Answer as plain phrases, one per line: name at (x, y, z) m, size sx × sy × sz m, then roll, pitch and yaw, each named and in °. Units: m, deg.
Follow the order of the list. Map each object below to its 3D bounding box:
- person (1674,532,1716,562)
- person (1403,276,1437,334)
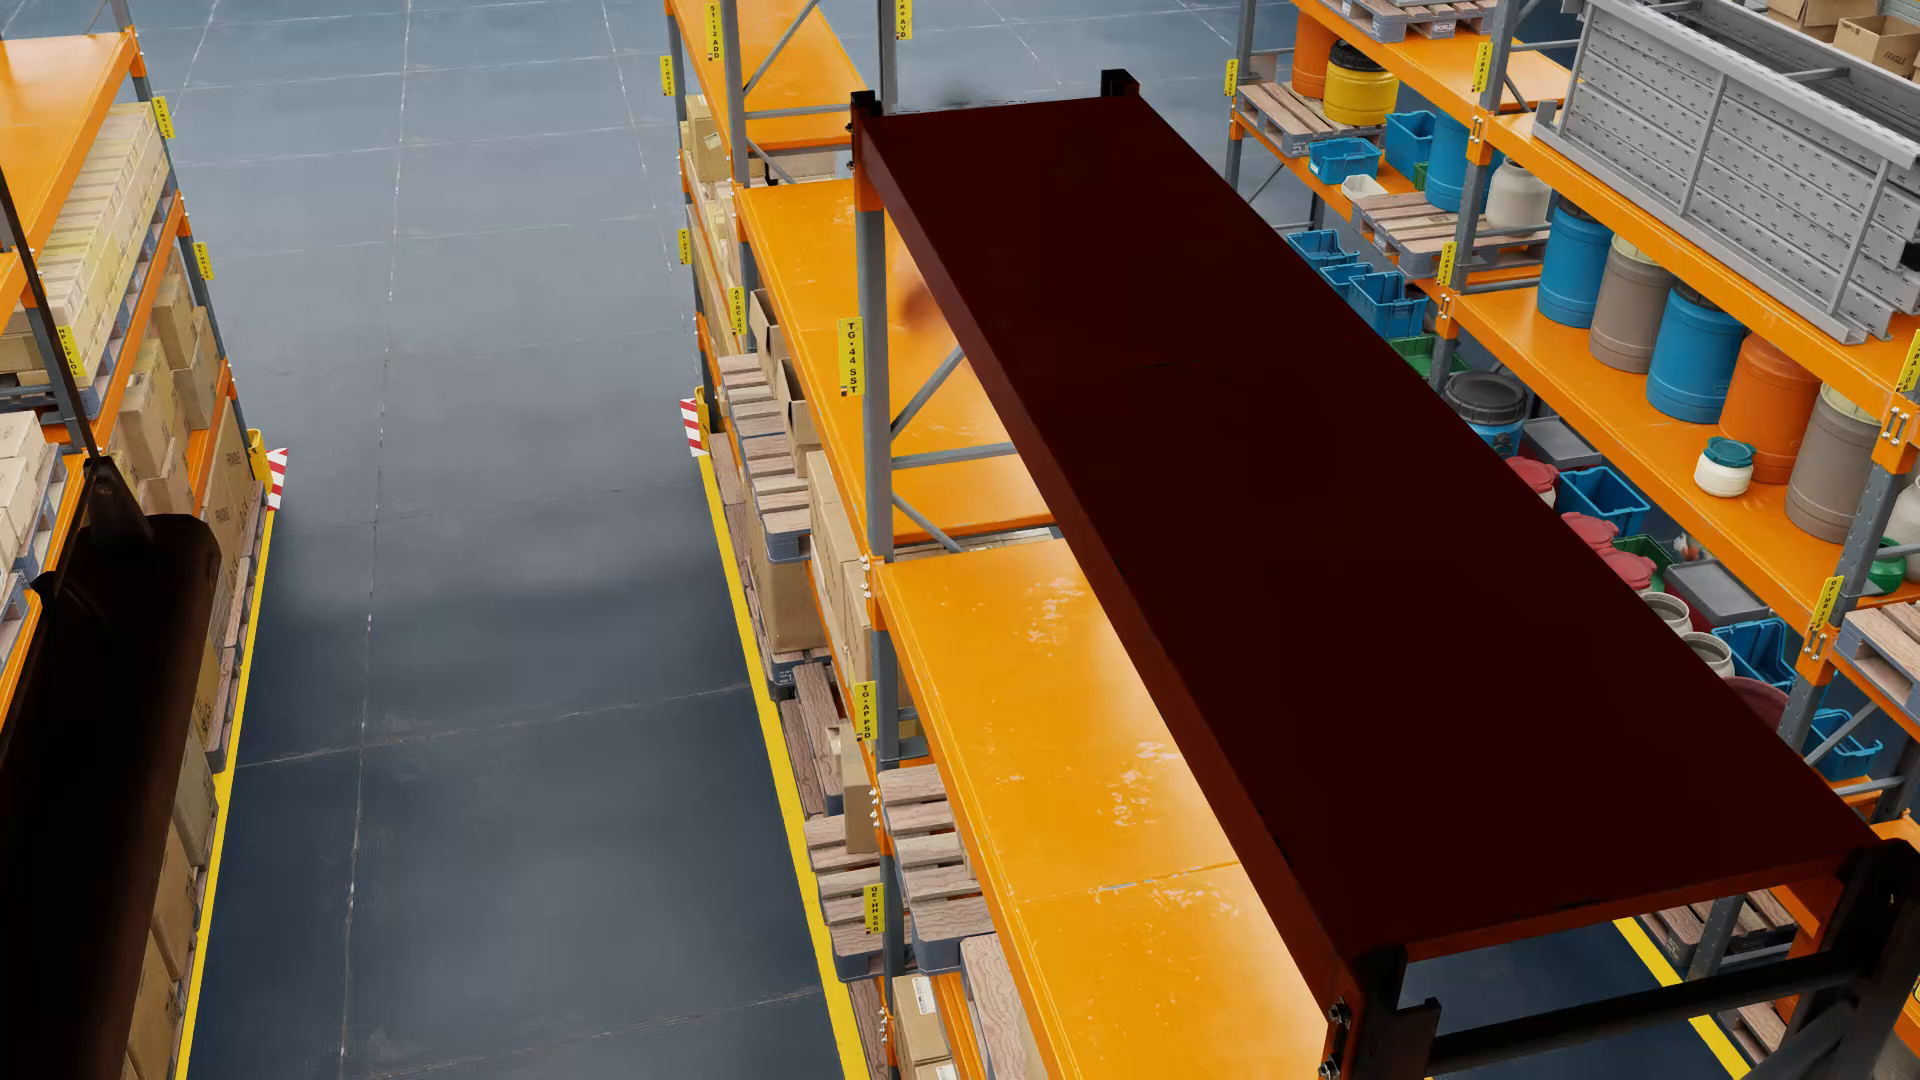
person at (5.633, 0.286, 12.281) m, size 0.694 × 1.591 × 0.826 m, roll -10°, pitch 36°, yaw -15°
person at (4.534, -2.461, 16.201) m, size 0.654 × 1.678 × 0.652 m, roll 25°, pitch 41°, yaw 31°
